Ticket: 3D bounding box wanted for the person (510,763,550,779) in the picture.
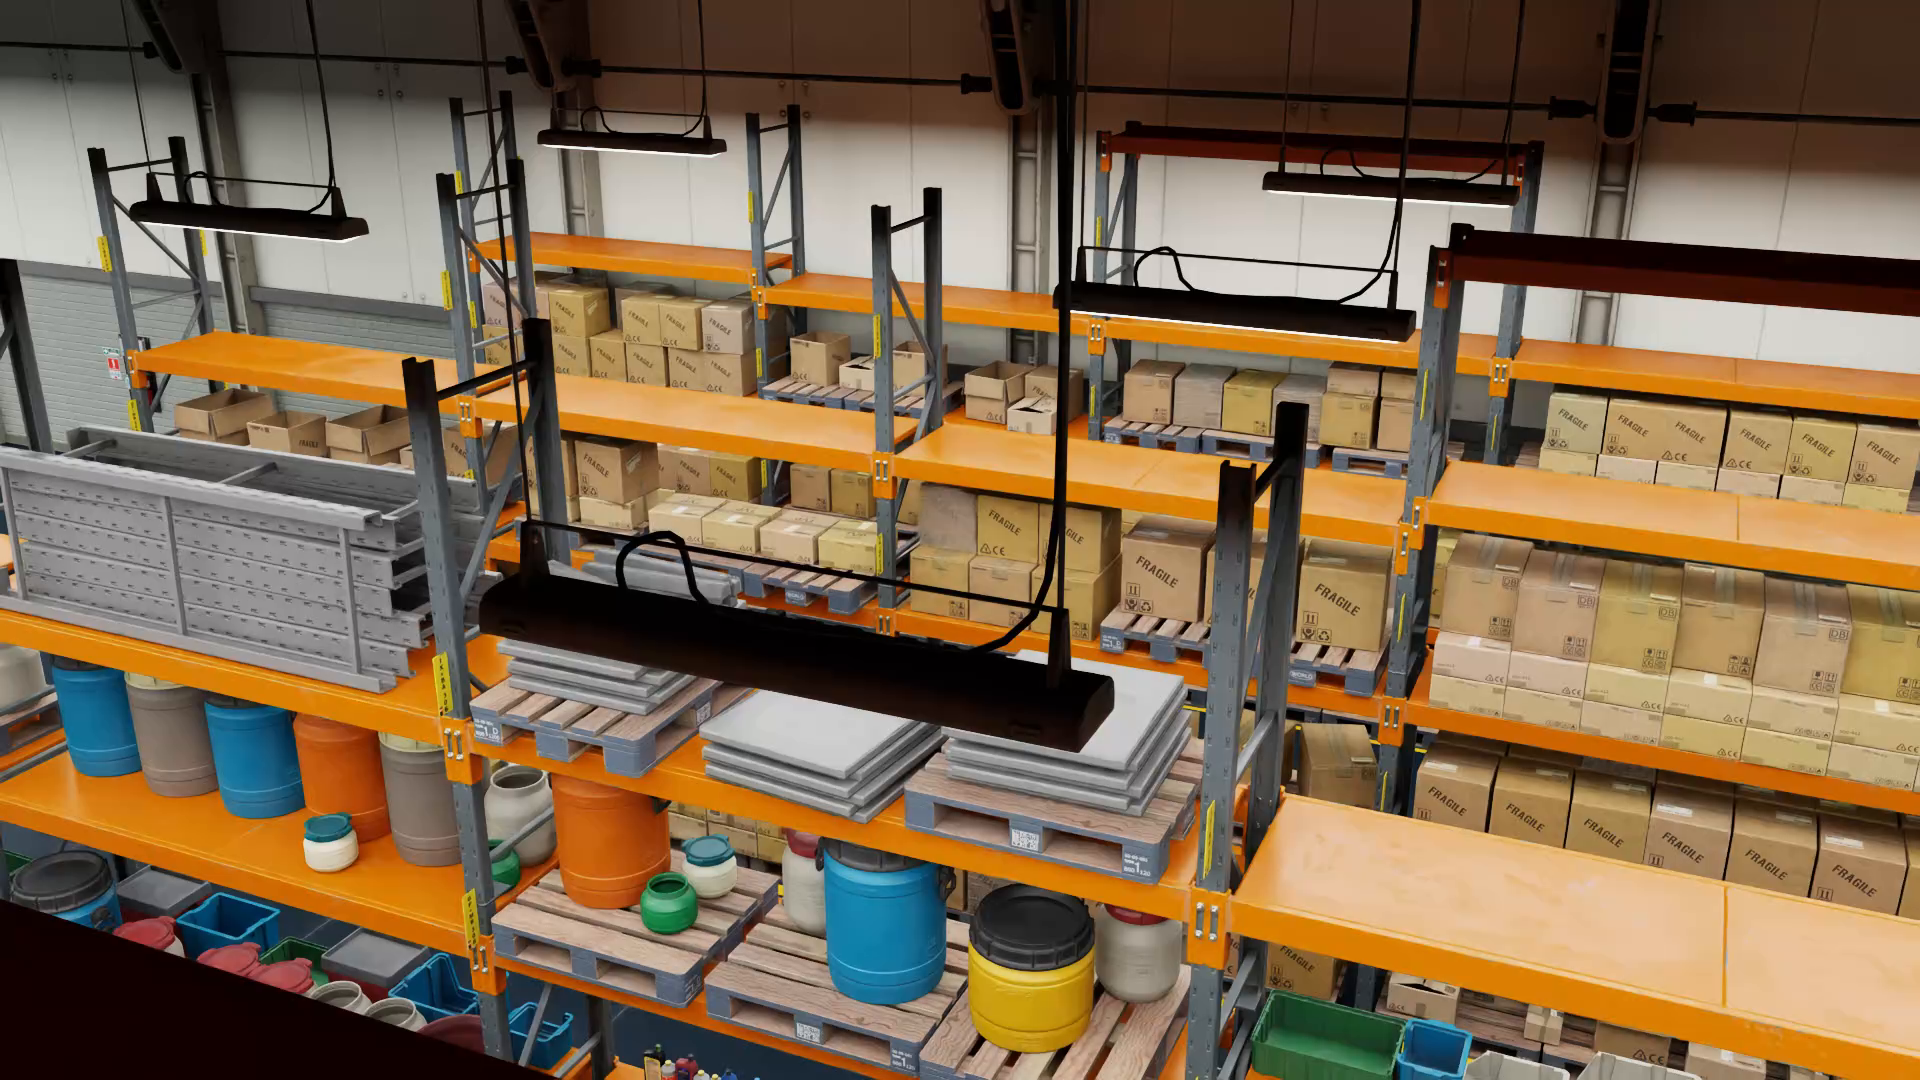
[{"bbox_3d":[-3.683,2.320,14.160,0.918,1.646,0.505,16,26,37],"label":"person"}]
